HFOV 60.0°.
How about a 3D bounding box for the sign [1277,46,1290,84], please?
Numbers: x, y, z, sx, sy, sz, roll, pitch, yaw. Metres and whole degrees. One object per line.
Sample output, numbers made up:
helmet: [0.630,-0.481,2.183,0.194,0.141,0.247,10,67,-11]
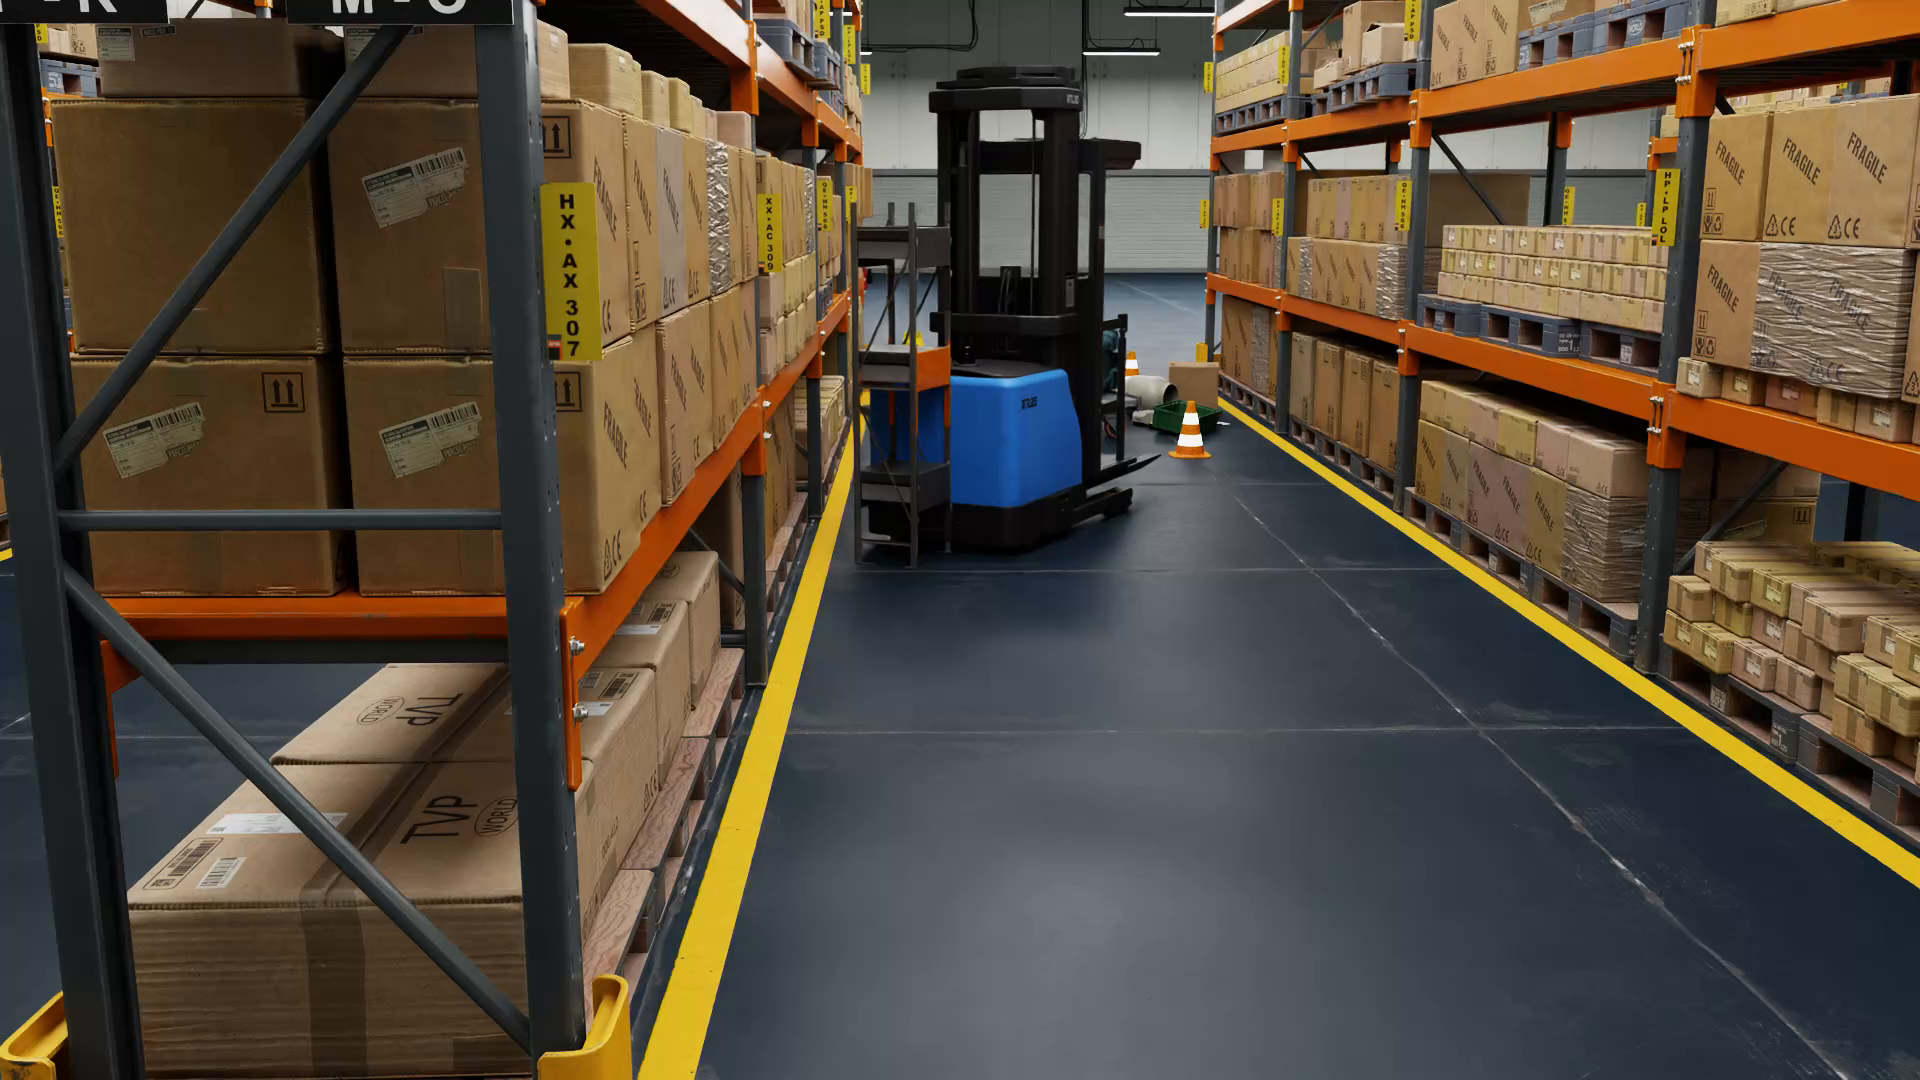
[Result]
sign: [2.870,-4.216,14.753,0.100,0.325,0.005,0,11,-1]

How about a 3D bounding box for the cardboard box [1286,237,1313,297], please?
cardboard box: [3.167,-2.400,14.592,0.500,0.500,0.500,0,11,-1]

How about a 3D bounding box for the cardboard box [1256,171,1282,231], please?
cardboard box: [3.324,-3.242,15.899,0.875,0.550,0.550,0,11,-1]

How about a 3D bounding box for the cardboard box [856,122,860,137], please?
cardboard box: [-1.280,-4.439,17.983,0.380,0.149,0.250,0,11,-1]

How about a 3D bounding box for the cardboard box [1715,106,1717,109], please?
cardboard box: [8.050,-4.584,17.439,0.380,0.149,0.250,0,11,-1]

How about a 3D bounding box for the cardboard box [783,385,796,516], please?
cardboard box: [-1.508,-0.648,10.495,0.875,0.875,0.875,0,11,-2]

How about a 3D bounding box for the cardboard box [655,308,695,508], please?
cardboard box: [-1.028,-0.378,4.626,0.500,0.500,0.500,0,11,-1]

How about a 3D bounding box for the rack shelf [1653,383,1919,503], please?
rack shelf: [3.632,-0.116,5.396,1.077,0.370,4.000,0,11,-1]

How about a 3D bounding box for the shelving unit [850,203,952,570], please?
shelving unit: [-0.339,-0.916,9.793,0.431,2.100,0.503,5,12,23]

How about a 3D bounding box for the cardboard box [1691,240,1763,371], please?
cardboard box: [3.349,-0.961,6.754,0.500,0.500,0.500,0,11,-2]

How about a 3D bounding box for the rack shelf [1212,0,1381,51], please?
rack shelf: [3.384,-5.246,16.597,1.077,0.370,4.000,0,11,-1]

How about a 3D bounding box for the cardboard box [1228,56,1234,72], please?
cardboard box: [3.045,-5.026,17.561,0.380,0.149,0.250,0,11,-1]

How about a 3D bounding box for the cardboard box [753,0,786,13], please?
cardboard box: [-1.033,-2.640,8.015,0.380,0.166,0.250,-1,12,-5]

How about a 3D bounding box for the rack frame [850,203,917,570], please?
rack frame: [-0.436,-0.872,9.574,0.400,2.100,0.015,5,12,23]

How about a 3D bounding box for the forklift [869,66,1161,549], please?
forklift: [0.543,-1.632,11.234,1.130,2.935,3.031,6,13,26]

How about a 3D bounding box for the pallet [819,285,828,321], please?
pallet: [-1.560,-1.668,11.720,1.213,0.211,1.003,0,11,-1]

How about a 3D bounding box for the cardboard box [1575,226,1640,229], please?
cardboard box: [3.985,-1.838,10.154,0.380,0.149,0.250,0,11,1]

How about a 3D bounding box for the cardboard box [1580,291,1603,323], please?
cardboard box: [3.370,-1.178,8.397,0.380,0.149,0.250,-1,11,-4]

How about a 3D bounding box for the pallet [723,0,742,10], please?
pallet: [-1.350,-2.090,5.994,1.003,0.211,1.213,0,11,-1]

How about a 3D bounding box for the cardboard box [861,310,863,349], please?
cardboard box: [-1.327,-2.279,18.220,0.500,0.500,0.500,0,11,-1]

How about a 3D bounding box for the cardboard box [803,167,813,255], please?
cardboard box: [-1.148,-1.956,9.891,0.500,0.500,0.500,0,11,0]

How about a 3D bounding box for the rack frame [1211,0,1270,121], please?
rack frame: [3.342,-6.192,18.446,1.000,3.000,0.127,0,11,-1]

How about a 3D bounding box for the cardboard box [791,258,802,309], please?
cardboard box: [-1.119,-1.390,8.988,0.500,0.250,0.500,-1,11,-3]

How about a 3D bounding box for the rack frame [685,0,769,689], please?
rack frame: [-1.357,-0.826,7.085,1.000,3.000,0.127,0,11,-1]

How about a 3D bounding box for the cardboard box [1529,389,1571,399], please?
cardboard box: [3.805,-0.774,10.176,0.500,0.250,0.500,0,11,0]

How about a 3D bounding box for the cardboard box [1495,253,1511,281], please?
cardboard box: [3.343,-1.586,9.661,0.380,0.149,0.250,0,11,-1]

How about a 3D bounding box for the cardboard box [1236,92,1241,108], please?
cardboard box: [3.055,-4.533,17.138,0.380,0.149,0.250,0,11,-2]

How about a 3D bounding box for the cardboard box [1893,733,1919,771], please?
cardboard box: [3.426,0.708,5.637,0.380,0.149,0.250,0,11,0]

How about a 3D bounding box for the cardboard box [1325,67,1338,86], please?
cardboard box: [3.198,-3.851,13.777,0.250,0.149,0.380,0,11,-1]

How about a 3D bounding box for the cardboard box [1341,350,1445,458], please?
cardboard box: [3.564,-1.060,12.841,1.050,0.750,0.750,0,11,0]

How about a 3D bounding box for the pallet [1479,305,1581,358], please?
pallet: [3.590,-1.174,9.284,1.003,0.211,1.213,0,11,-1]

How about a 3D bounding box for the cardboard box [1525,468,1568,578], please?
cardboard box: [3.313,-0.095,8.714,0.500,0.500,0.500,-1,11,-2]

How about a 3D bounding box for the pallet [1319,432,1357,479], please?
pallet: [3.544,-0.694,13.447,1.003,0.211,1.213,0,11,-1]

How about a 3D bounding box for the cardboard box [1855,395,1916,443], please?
cardboard box: [3.345,-0.424,5.736,0.380,0.149,0.250,0,11,1]

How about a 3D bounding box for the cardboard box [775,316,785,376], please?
cardboard box: [-1.114,-0.944,8.043,0.500,0.250,0.500,-1,11,-3]

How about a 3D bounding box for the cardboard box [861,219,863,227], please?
cardboard box: [-1.318,-3.299,18.277,0.500,0.500,0.500,0,11,-2]

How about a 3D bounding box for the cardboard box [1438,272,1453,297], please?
cardboard box: [3.315,-1.654,10.744,0.380,0.149,0.250,0,11,-2]

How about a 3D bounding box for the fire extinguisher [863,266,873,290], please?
fire extinguisher: [-1.146,-3.198,18.972,0.296,0.674,0.183,0,11,-1]

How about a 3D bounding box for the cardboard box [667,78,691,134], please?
cardboard box: [-0.994,-1.268,4.866,0.380,0.149,0.250,-1,11,-3]

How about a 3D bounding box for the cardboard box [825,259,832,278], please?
cardboard box: [-1.229,-2.195,13.408,0.380,0.149,0.250,0,11,-1]

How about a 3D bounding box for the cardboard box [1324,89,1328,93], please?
cardboard box: [3.734,-4.334,16.159,0.380,0.149,0.250,0,11,-2]

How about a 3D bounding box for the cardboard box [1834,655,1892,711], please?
cardboard box: [3.341,0.510,5.868,0.380,0.149,0.250,0,11,-2]

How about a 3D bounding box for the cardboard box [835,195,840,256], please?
cardboard box: [-1.271,-2.627,13.909,0.500,0.500,0.500,0,11,-1]

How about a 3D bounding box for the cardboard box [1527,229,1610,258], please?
cardboard box: [3.354,-1.632,9.139,0.380,0.149,0.250,0,11,-2]

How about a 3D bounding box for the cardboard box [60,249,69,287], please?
cardboard box: [-6.142,-1.861,11.306,0.500,0.250,0.500,0,11,-1]

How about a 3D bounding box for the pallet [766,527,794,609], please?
pallet: [-1.476,0.145,9.315,1.003,0.211,1.213,0,11,-1]

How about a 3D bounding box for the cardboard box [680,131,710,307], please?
cardboard box: [-1.046,-0.970,5.032,0.500,0.500,0.500,0,11,-1]

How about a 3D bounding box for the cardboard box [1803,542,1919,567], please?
cardboard box: [3.858,0.103,7.124,0.380,0.149,0.250,0,11,0]

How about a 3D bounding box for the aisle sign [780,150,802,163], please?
aisle sign: [-1.916,-4.496,18.639,0.394,0.787,0.004,0,11,-1]

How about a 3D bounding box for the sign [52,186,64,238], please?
sign: [-5.859,-2.133,10.813,0.100,0.325,0.005,0,11,-1]

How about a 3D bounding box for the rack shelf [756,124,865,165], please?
rack shelf: [-1.563,-3.931,16.657,1.077,0.370,4.000,0,11,-1]

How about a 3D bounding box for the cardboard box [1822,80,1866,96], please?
cardboard box: [8.090,-4.112,15.114,0.380,0.149,0.250,0,11,1]

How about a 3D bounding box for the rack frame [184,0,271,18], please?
rack frame: [-6.484,-5.335,14.223,1.000,3.000,0.127,0,11,-1]

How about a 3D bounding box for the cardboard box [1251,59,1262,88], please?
cardboard box: [3.140,-4.550,16.221,0.500,0.250,0.500,0,11,-2]

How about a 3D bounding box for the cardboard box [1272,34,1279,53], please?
cardboard box: [3.094,-4.571,15.318,0.380,0.149,0.250,0,11,-1]
